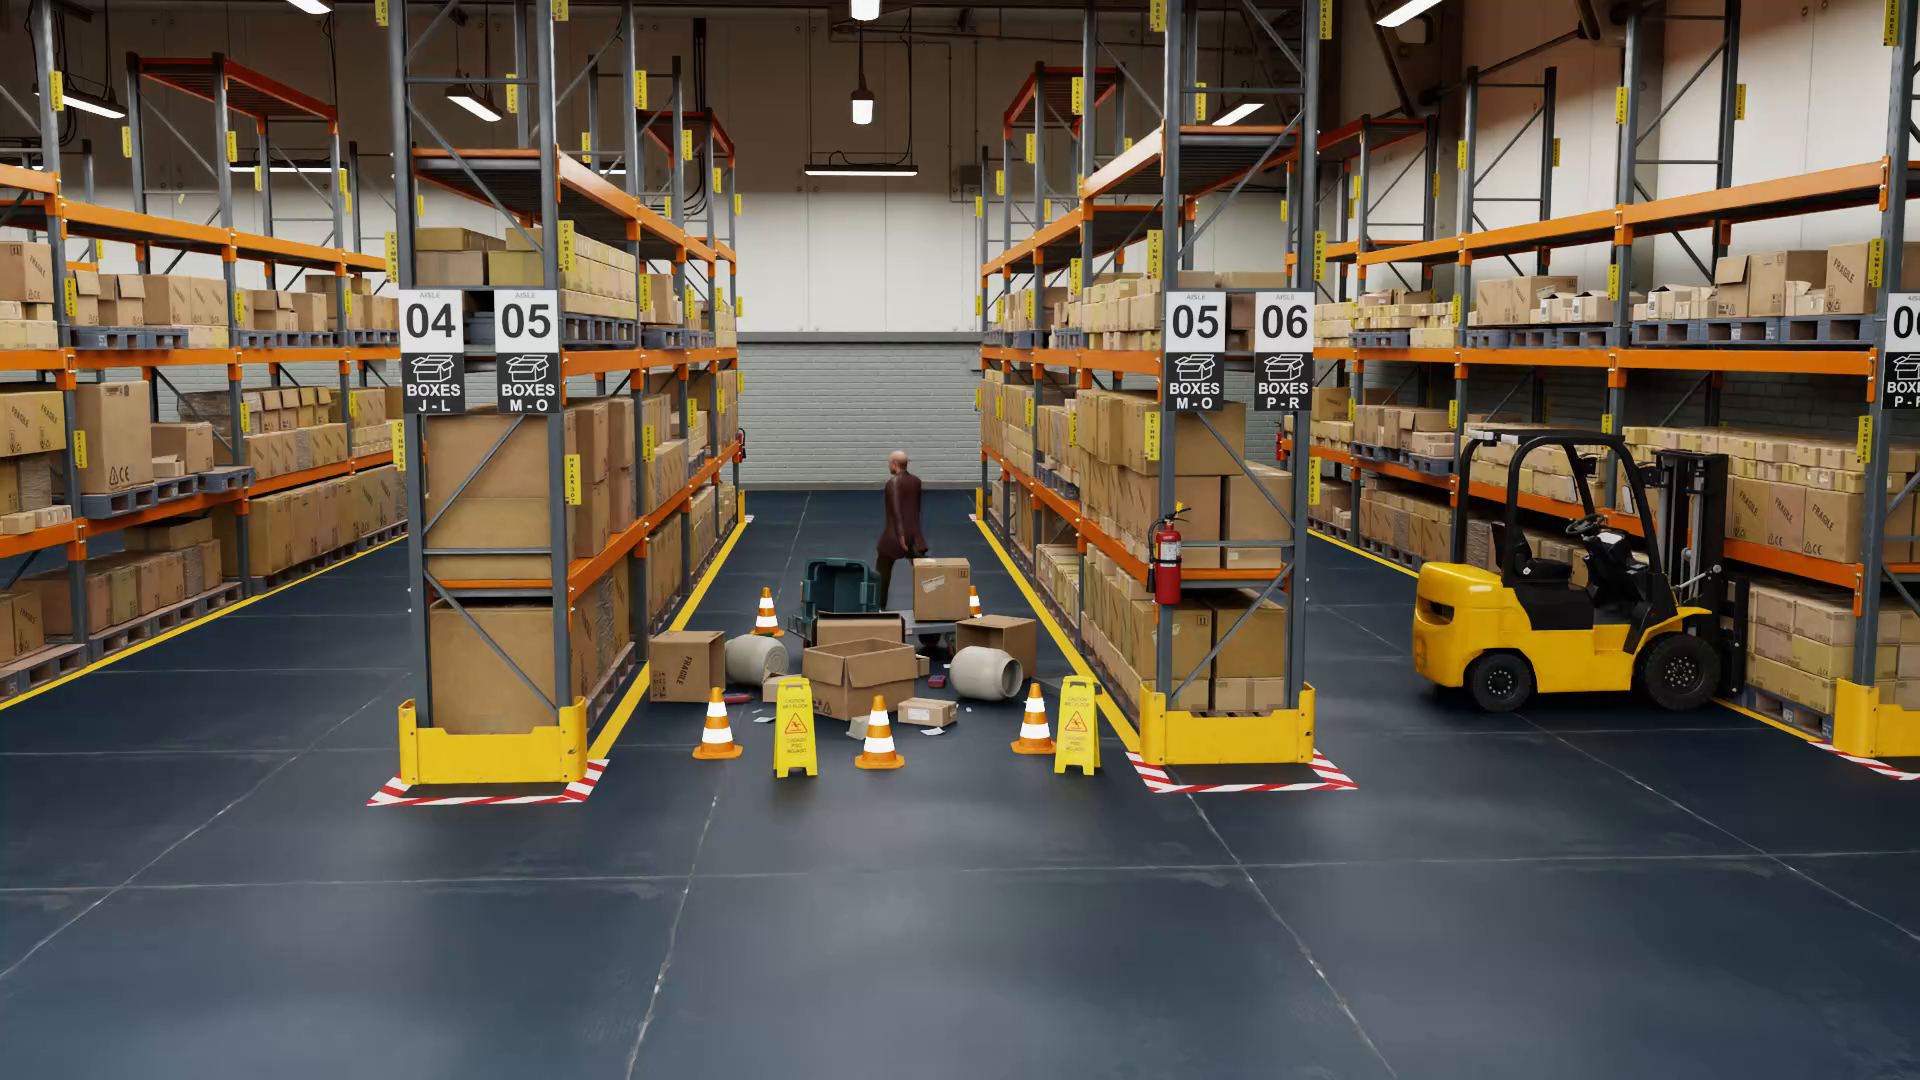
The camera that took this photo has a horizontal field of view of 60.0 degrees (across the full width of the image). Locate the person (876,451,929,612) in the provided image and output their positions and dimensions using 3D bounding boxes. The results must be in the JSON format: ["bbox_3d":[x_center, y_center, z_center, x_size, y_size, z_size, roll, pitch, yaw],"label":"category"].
[{"bbox_3d":[-0.580,-0.077,17.562,1.175,1.733,0.548,6,9,41],"label":"person"}]
